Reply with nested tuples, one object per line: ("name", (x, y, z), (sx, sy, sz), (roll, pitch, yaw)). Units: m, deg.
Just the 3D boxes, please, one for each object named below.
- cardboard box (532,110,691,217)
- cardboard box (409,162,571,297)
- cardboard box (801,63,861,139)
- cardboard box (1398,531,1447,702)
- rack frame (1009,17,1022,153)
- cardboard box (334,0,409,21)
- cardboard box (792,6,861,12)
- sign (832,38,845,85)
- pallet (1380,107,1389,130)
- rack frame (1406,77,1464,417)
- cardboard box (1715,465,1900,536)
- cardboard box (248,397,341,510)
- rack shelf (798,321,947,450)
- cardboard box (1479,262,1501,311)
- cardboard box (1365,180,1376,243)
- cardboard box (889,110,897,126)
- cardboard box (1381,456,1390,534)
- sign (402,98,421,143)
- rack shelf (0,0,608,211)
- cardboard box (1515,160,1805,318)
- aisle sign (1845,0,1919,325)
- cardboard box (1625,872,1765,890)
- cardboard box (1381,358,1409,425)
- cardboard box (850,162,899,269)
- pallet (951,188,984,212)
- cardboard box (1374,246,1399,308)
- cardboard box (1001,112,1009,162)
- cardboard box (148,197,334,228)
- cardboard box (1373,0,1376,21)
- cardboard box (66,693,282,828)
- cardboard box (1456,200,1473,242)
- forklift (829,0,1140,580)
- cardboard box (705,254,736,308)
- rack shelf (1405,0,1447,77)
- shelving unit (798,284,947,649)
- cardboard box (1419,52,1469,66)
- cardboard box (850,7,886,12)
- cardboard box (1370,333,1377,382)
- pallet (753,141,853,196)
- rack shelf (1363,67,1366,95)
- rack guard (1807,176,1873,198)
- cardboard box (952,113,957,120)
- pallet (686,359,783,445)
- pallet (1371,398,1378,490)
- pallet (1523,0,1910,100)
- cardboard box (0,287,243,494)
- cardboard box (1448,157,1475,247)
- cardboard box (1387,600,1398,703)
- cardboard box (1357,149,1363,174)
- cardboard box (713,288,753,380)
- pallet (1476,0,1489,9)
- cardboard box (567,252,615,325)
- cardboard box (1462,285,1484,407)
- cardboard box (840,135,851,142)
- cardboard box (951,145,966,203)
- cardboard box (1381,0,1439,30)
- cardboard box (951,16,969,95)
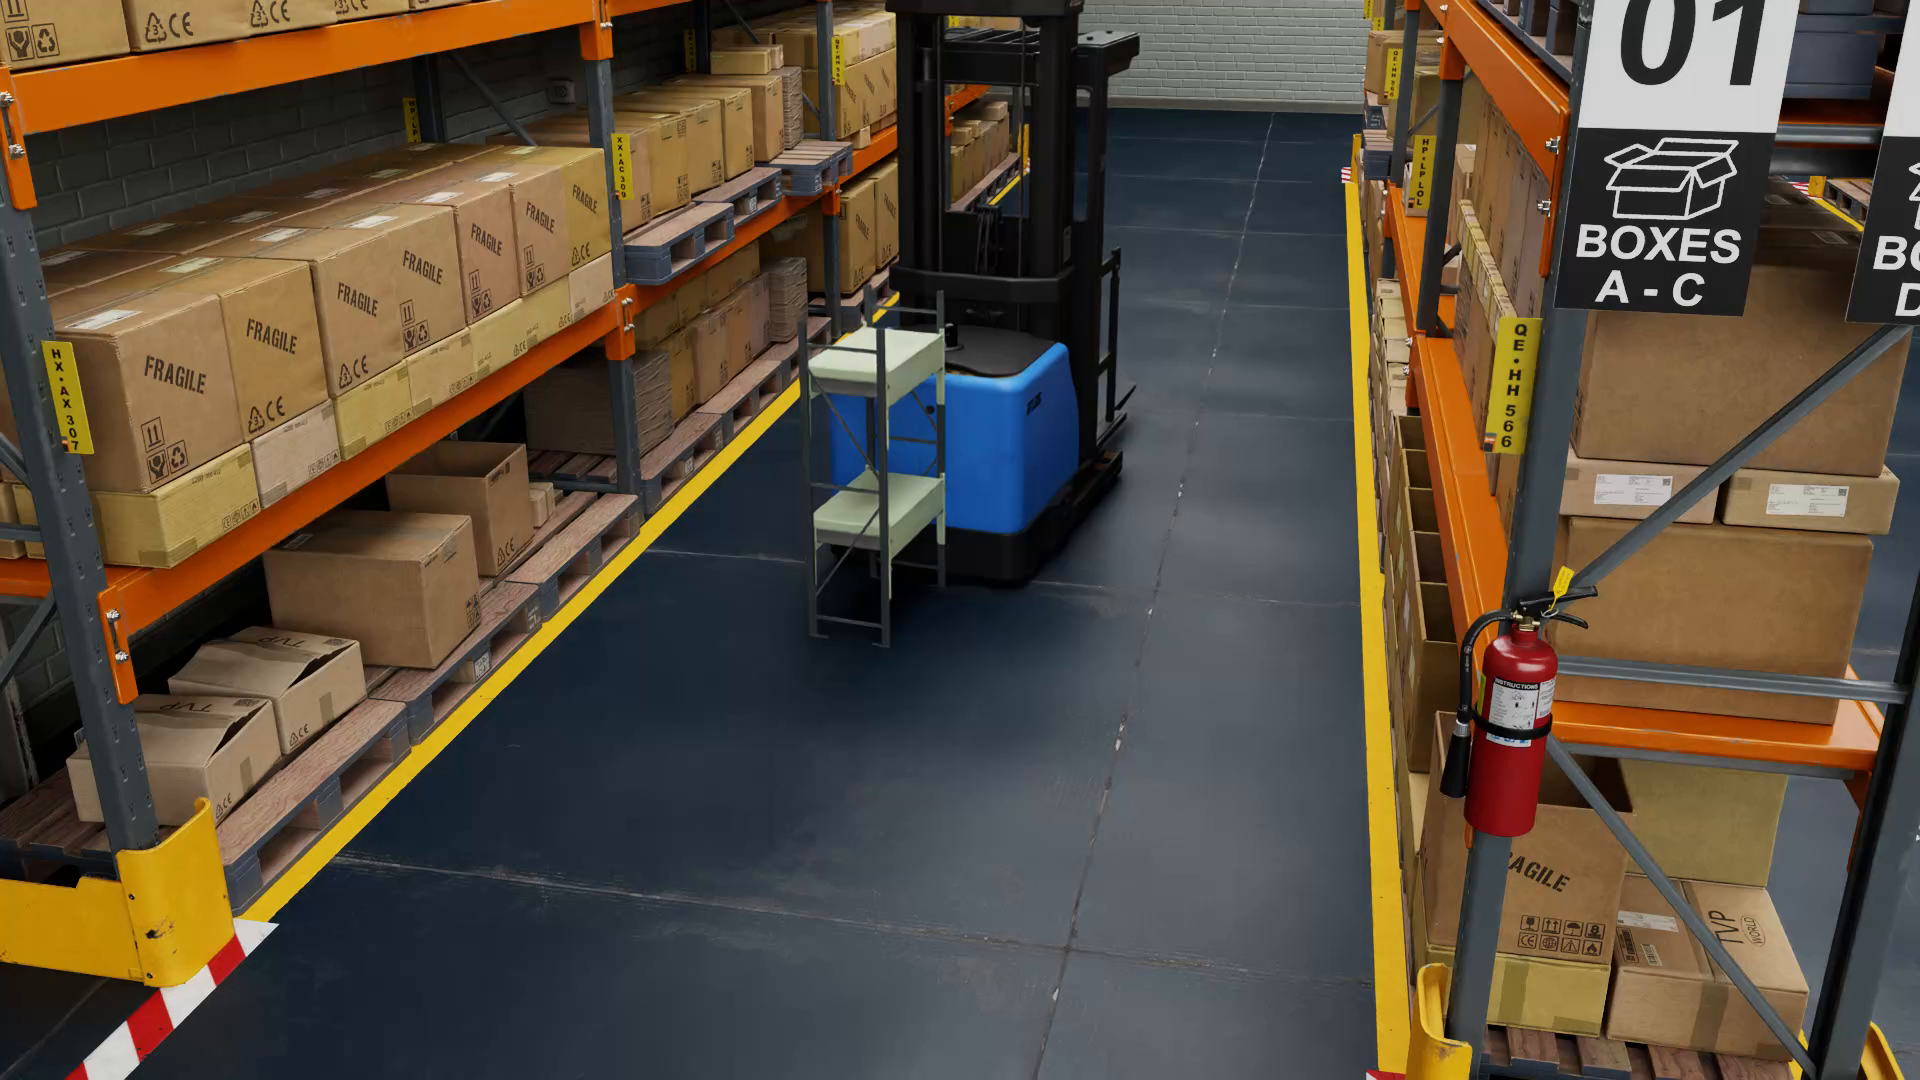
("cardboard box", (-1.964, -2.139, 9.426), (0.700, 0.500, 0.500), (7, 23, 16))
("cardboard box", (-2.113, -1.409, 7.507), (0.500, 0.500, 0.500), (4, 22, 11))
("cardboard box", (-1.057, -3.316, 12.512), (0.500, 0.500, 0.500), (5, 22, 13))
("cardboard box", (1.923, 0.303, 6.202), (0.500, 0.500, 0.500), (4, 22, 11))
("rack frame", (0.226, -5.890, 19.462), (1.000, 3.000, 0.127), (4, 22, 11))
("cardboard box", (-2.391, -2.170, 6.050), (0.500, 0.500, 0.500), (6, 23, 14))
("cardboard box", (-1.137, -4.444, 14.311), (0.500, 0.250, 0.500), (4, 22, 9))
("sign", (-0.873, -3.426, 11.902), (0.100, 0.325, 0.005), (4, 22, 11))
("pallet", (3.836, -3.210, 13.066), (1.003, 0.211, 1.213), (4, 22, 11))
("rack frame", (2.628, -1.125, 7.631), (1.000, 3.000, 0.127), (4, 22, 11))
("cardboard box", (2.102, -0.136, 4.174), (0.380, 0.149, 0.250), (4, 22, 11))
("cardboard box", (-2.536, -0.323, 5.814), (0.500, 0.250, 0.500), (4, 22, 9))
("rack shelf", (-0.386, -0.716, 7.579), (0.431, 0.370, 0.720), (8, 23, 18))
("cardboard box", (2.124, -0.917, 6.113), (0.380, 0.149, 0.250), (4, 22, 9))
("cardboard box", (3.923, -2.937, 14.887), (0.500, 0.500, 0.500), (3, 22, 8))
("cardboard box", (-0.750, -3.617, 14.128), (0.380, 0.149, 0.250), (5, 23, 13))
("cardboard box", (2.428, -0.218, 8.497), (0.500, 0.250, 0.500), (4, 22, 10))
("sign", (-2.767, -2.079, 8.450), (0.100, 0.325, 0.005), (4, 22, 11))
("rack shelf", (-2.631, -1.827, 6.323), (1.077, 0.370, 4.000), (4, 22, 11))
("cardboard box", (2.134, -0.876, 5.143), (0.700, 0.500, 0.500), (5, 22, 11))
("aisle sign", (2.098, -0.820, 3.395), (0.394, 0.787, 0.004), (4, 22, 11))
("cardboard box", (2.237, 1.057, 5.333), (0.500, 0.250, 0.500), (4, 22, 11))
("cardboard box", (2.634, -0.847, 9.310), (0.500, 0.311, 0.500), (4, 22, 11))
("cardboard box", (-0.943, -2.740, 13.958), (0.750, 0.750, 0.750), (4, 22, 11))
("pallet", (-0.358, -3.405, 17.026), (1.003, 0.211, 1.213), (4, 22, 11))
("cardboard box", (3.405, -1.992, 12.542), (0.500, 0.500, 0.500), (5, 23, 13))
("cardboard box", (0.181, -4.661, 19.196), (0.700, 0.500, 0.500), (4, 22, 11))
("cardboard box", (-2.834, -1.071, 6.668), (0.500, 0.500, 0.500), (5, 22, 12))
("cardboard box", (4.628, -5.689, 17.493), (0.500, 0.500, 0.500), (5, 22, 11))
("cardboard box", (-2.810, 0.759, 5.964), (0.500, 0.311, 0.500), (2, 22, 5))
("cardboard box", (2.383, -1.388, 7.284), (0.380, 0.149, 0.250), (4, 22, 11))
("forklift", (0.312, -1.683, 9.110), (1.130, 2.935, 3.031), (8, 23, 18))
("cardboard box", (-1.780, -1.697, 10.805), (0.500, 0.250, 0.500), (4, 22, 11))
("rack shelf", (3.036, -2.914, 9.021), (1.077, 0.370, 4.000), (4, 22, 11))
("shelving unit", (-0.386, -0.354, 7.725), (0.431, 1.500, 0.755), (8, 23, 18))
("cardboard box", (3.836, -3.387, 12.554), (0.700, 0.500, 0.500), (9, 24, 21))
("cardboard box", (-0.653, -4.405, 14.213), (0.500, 0.250, 0.500), (5, 22, 12))
("cardboard box", (2.948, -1.154, 10.822), (0.500, 0.250, 0.500), (4, 22, 9))
("pallet", (-1.448, -2.606, 11.566), (1.213, 0.211, 1.003), (4, 22, 11))
("rack shelf", (4.668, -4.448, 16.846), (1.077, 0.370, 4.000), (4, 22, 11))
("rack guard", (9.917, -3.985, 18.078), (1.175, 0.500, 0.348), (4, 22, 11))
("cardboard box", (-0.246, -4.559, 18.074), (0.380, 0.149, 0.250), (5, 22, 11))
("pallet", (-1.818, -0.940, 10.904), (1.003, 0.211, 1.213), (4, 22, 11))
("pallet", (2.987, -0.551, 9.939), (1.003, 0.211, 1.213), (4, 22, 11))
("pallet", (1.981, -1.269, 4.092), (1.003, 0.211, 1.213), (4, 22, 11))
("cardboard box", (-2.647, -0.477, 5.193), (0.500, 0.500, 0.500), (4, 22, 11))
("cardboard box", (3.010, -1.826, 9.240), (0.500, 0.500, 0.500), (4, 22, 11))
("cardboard box", (2.022, 0.467, 6.796), (0.500, 0.250, 0.500), (4, 22, 11))
("cardboard box", (4.586, -4.082, 18.065), (0.500, 0.250, 0.500), (4, 22, 11))
("cardboard box", (-1.795, -1.378, 11.016), (0.700, 0.500, 0.500), (4, 22, 11))
("pallet", (2.479, -2.161, 6.307), (1.003, 0.211, 1.213), (4, 22, 11))
("cardboard box", (-2.023, -1.244, 8.102), (0.500, 0.250, 0.500), (5, 22, 11))
("cardboard box", (2.442, -0.815, 6.728), (0.700, 0.500, 0.500), (4, 22, 10))
("cardboard box", (-1.053, -3.051, 12.723), (0.380, 0.149, 0.250), (5, 22, 12))
("cardboard box", (-0.337, -3.728, 16.878), (0.700, 0.500, 0.500), (5, 22, 12))
("cardboard box", (4.110, -4.765, 15.198), (0.500, 0.500, 0.500), (5, 22, 11))
("cardboard box", (-0.464, -4.763, 16.263), (0.980, 0.700, 0.700), (5, 22, 12))
